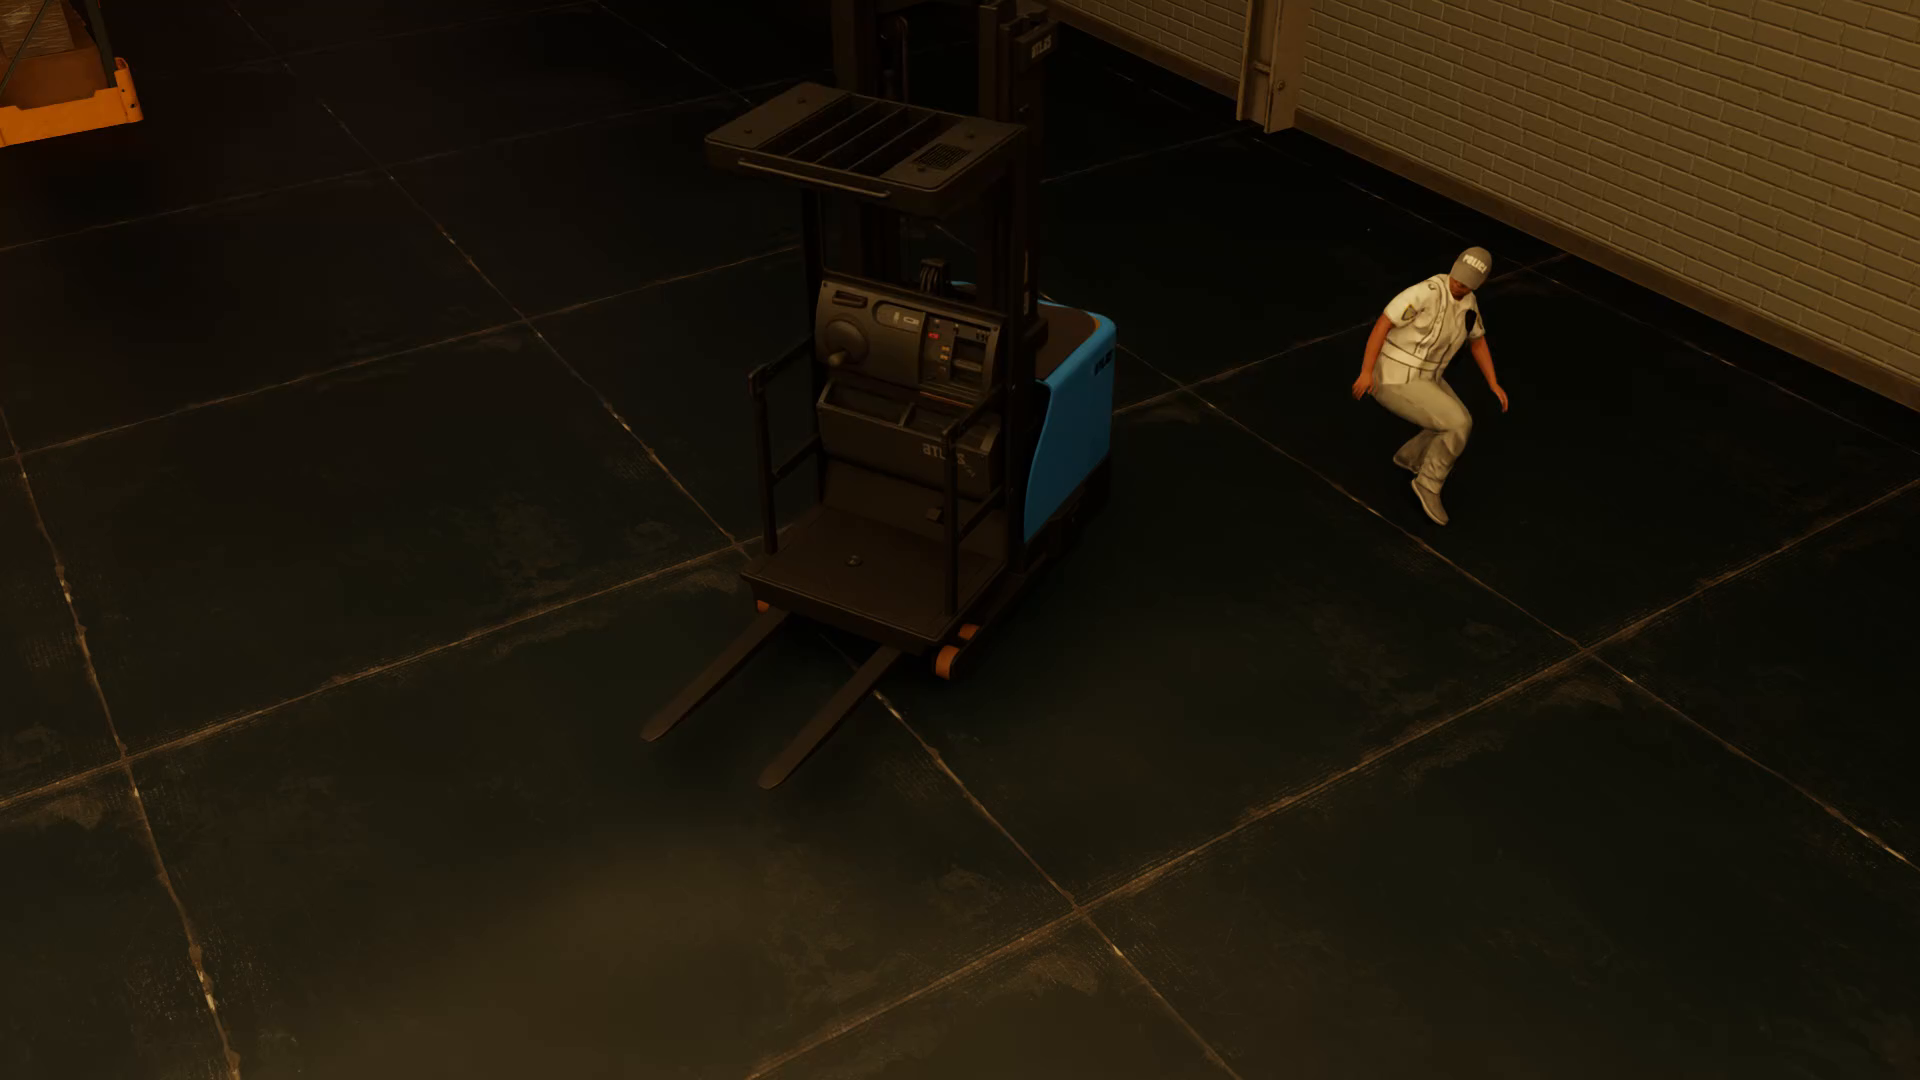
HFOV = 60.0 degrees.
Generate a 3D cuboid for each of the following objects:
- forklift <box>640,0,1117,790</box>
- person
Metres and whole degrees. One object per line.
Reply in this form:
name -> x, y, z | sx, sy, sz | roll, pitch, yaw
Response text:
forklift -> -0.344, -0.842, 7.346 | 1.130, 2.935, 3.031 | 18, 39, 23
person -> 2.468, -0.829, 8.652 | 0.698, 1.454, 0.715 | 27, 43, 32
